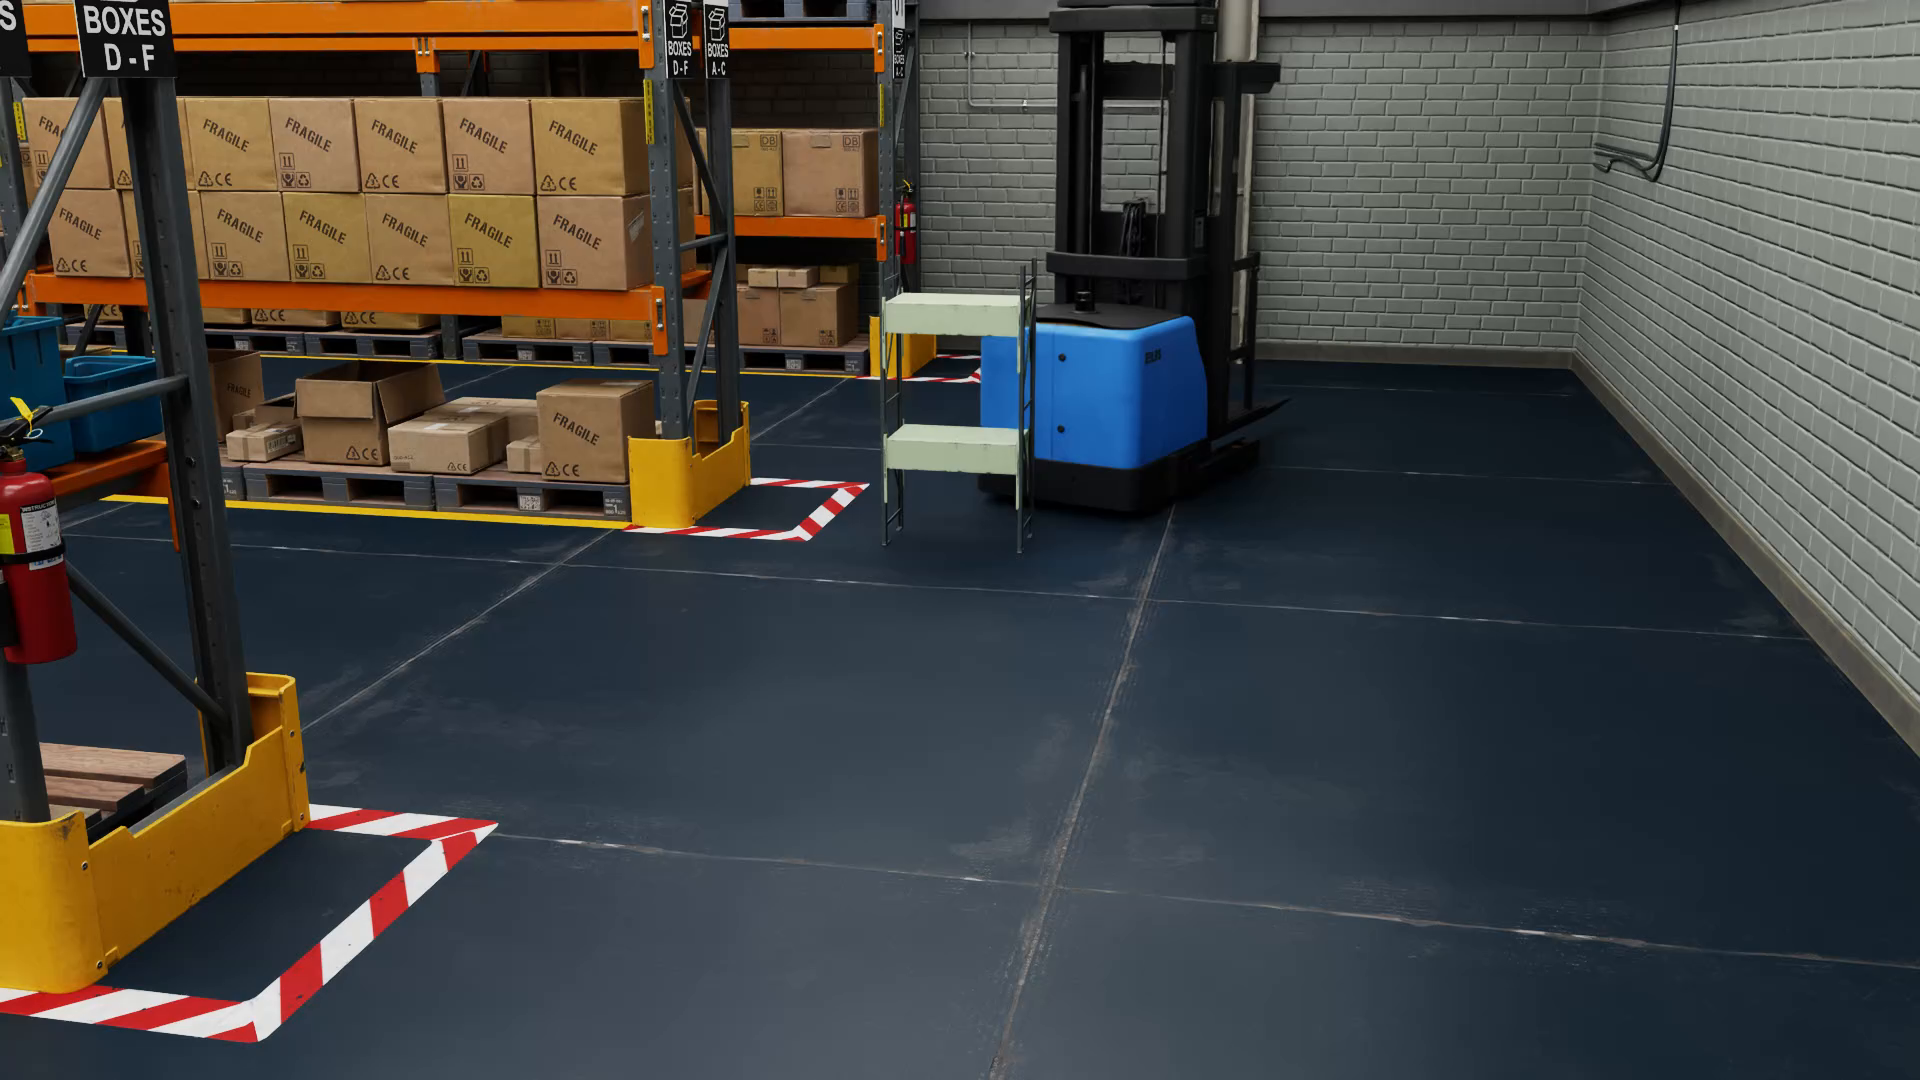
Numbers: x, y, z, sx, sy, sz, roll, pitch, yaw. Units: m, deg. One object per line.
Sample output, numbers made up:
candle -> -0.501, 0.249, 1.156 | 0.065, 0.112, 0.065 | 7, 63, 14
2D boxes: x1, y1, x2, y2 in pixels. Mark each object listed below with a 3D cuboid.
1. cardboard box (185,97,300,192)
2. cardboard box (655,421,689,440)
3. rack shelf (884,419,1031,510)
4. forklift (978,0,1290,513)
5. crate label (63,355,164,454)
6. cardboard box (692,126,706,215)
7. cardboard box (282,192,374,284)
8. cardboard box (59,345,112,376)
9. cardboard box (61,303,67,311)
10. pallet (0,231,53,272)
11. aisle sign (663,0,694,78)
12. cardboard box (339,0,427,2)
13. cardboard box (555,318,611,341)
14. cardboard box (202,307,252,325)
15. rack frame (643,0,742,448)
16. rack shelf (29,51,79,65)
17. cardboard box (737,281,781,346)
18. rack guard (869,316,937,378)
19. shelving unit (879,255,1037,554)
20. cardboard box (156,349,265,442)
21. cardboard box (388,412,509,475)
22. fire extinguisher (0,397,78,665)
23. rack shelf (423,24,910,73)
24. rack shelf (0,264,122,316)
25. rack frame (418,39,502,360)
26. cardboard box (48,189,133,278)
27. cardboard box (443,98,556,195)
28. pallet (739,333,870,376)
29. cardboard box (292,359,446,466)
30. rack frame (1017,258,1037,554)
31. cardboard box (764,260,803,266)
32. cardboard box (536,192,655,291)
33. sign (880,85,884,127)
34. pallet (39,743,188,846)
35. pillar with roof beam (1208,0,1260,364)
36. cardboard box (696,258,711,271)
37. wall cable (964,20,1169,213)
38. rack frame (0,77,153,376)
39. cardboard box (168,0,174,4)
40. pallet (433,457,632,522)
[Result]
cardboard box -> -3.992, -2.251, 9.438 | 0.500, 0.500, 0.500 | 3, 16, 9
cardboard box -> -1.829, -0.612, 10.098 | 0.250, 0.149, 0.380 | 3, 16, 11
rack shelf -> -0.007, -0.409, 8.880 | 0.720, 0.370, 0.431 | 3, 16, 11
forklift -> 1.288, -1.911, 10.401 | 1.130, 2.935, 3.031 | 9, 18, 29
crate label -> -2.655, -0.413, 5.067 | 0.303, 0.233, 0.416 | 3, 16, 11
cardboard box -> -2.466, -3.205, 14.383 | 0.700, 0.700, 0.980 | 2, 16, 8
cardboard box -> -3.471, -1.744, 9.481 | 0.500, 0.500, 0.500 | 3, 16, 10
cardboard box -> -5.833, -0.971, 10.737 | 0.500, 0.500, 0.500 | 2, 16, 9
cardboard box -> -9.060, -2.415, 15.950 | 0.500, 0.500, 0.700 | 3, 16, 12
pallet -> -6.169, -1.853, 10.422 | 1.213, 0.211, 1.003 | 3, 16, 11
aisle sign -> -1.482, -2.831, 8.722 | 0.004, 0.787, 0.394 | 3, 16, 11
cardboard box -> -3.024, -3.046, 9.031 | 0.500, 0.250, 0.500 | 3, 16, 11
cardboard box -> -3.220, -2.074, 14.756 | 0.500, 0.500, 0.700 | 3, 16, 11
cardboard box -> -6.792, -2.428, 15.378 | 0.750, 0.750, 0.750 | 3, 16, 11
rack frame -> -1.488, -1.662, 9.371 | 0.127, 3.000, 1.000 | 3, 16, 11
rack shelf -> -10.303, -4.588, 15.666 | 4.000, 0.370, 1.077 | 3, 16, 11
cardboard box -> -1.700, -1.993, 14.464 | 0.500, 0.500, 0.700 | 3, 16, 11
rack guard -> -0.481, -1.752, 14.379 | 0.348, 0.500, 1.175 | 3, 16, 11
shelving unit -> -0.007, -0.723, 8.793 | 0.755, 1.500, 0.431 | 3, 16, 11
cardboard box -> -4.792, -0.926, 10.573 | 0.500, 0.500, 0.500 | 3, 16, 11
cardboard box -> -2.994, -0.571, 9.762 | 0.500, 0.250, 0.500 | 3, 16, 11
fire extinguisher -> -2.421, -0.022, 4.296 | 0.183, 0.674, 0.296 | 3, 16, 11
rack shelf -> -2.464, -4.163, 14.130 | 4.000, 0.370, 1.077 | 3, 16, 11
rack shelf -> -7.367, -1.634, 10.619 | 4.000, 0.370, 1.077 | 3, 16, 11
rack frame -> -4.424, -3.170, 14.818 | 0.127, 3.000, 1.000 | 3, 16, 11
cardboard box -> -4.962, -1.824, 9.771 | 0.500, 0.500, 0.500 | 4, 16, 13
cardboard box -> -2.474, -2.170, 9.146 | 0.500, 0.500, 0.500 | 4, 16, 13
pallet -> -1.303, -1.636, 14.502 | 1.213, 0.211, 1.003 | 3, 16, 11
cardboard box -> -3.565, -0.785, 10.058 | 0.637, 0.503, 0.797 | 3, 16, 11
rack frame -> 0.352, -0.704, 8.723 | 0.023, 1.500, 0.400 | 3, 16, 11
cardboard box -> -1.544, -2.351, 14.542 | 0.250, 0.149, 0.380 | 3, 16, 11
cardboard box -> -1.981, -1.662, 9.187 | 0.500, 0.500, 0.500 | 4, 16, 13
sign -> -0.626, -3.489, 13.354 | 0.005, 0.325, 0.100 | 3, 16, 11
pallet -> -3.279, 0.924, 5.261 | 1.213, 0.211, 1.003 | 3, 16, 11
pillar with roof beam -> 1.456, -4.805, 9.482 | 0.400, 9.000, 9.100 | 3, 16, 11
cardboard box -> -2.290, -2.392, 14.688 | 0.250, 0.149, 0.380 | 3, 16, 12
wall cable -> 0.939, -3.627, 14.562 | 1.851, 1.984, 0.084 | 3, 16, 11
rack frame -> -5.407, -1.874, 10.139 | 0.127, 3.000, 1.000 | 3, 16, 11
cardboard box -> -4.491, -3.129, 9.332 | 0.500, 0.250, 0.500 | 3, 16, 11
pallet -> -2.343, -0.364, 9.910 | 1.213, 0.211, 1.003 | 3, 16, 11
